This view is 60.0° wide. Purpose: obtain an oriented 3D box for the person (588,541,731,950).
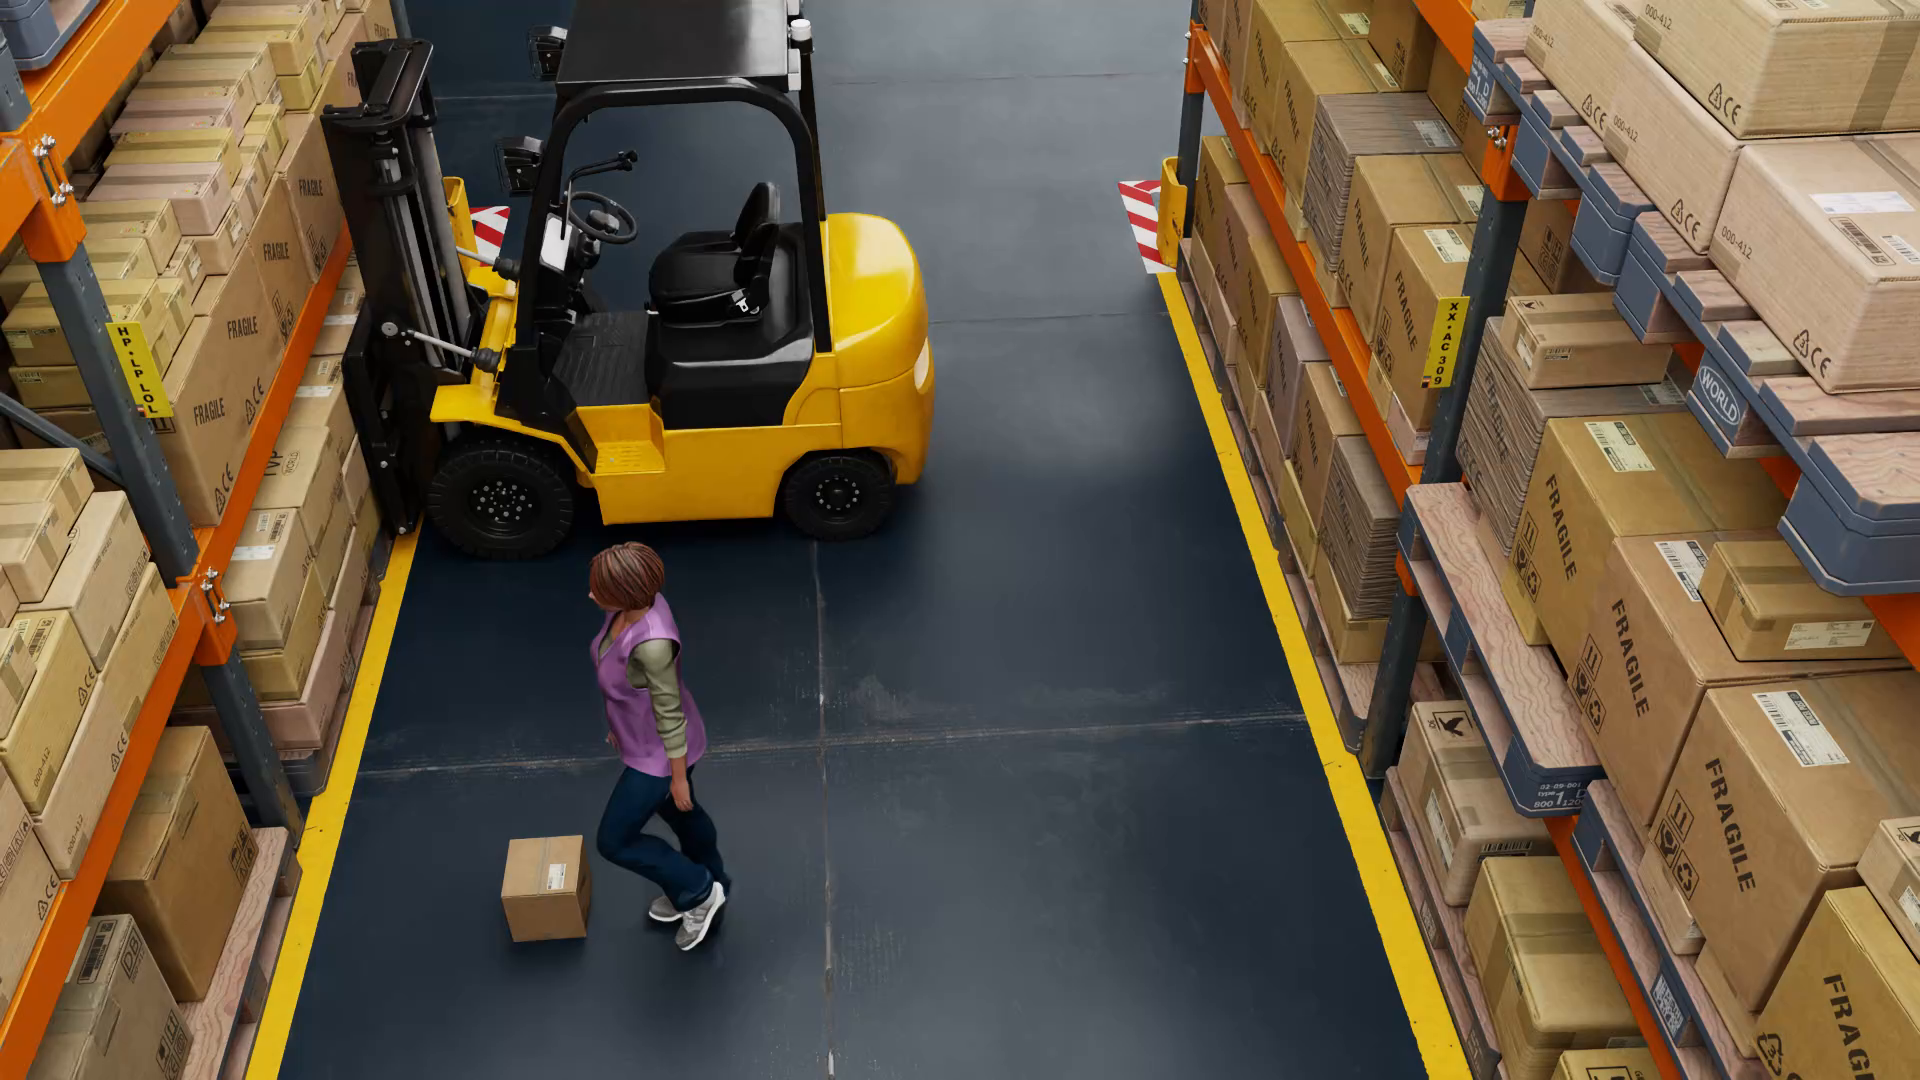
[{"bbox_3d":[-1.008,0.667,5.337,0.418,1.601,0.478,-10,41,-12],"label":"person"}]
